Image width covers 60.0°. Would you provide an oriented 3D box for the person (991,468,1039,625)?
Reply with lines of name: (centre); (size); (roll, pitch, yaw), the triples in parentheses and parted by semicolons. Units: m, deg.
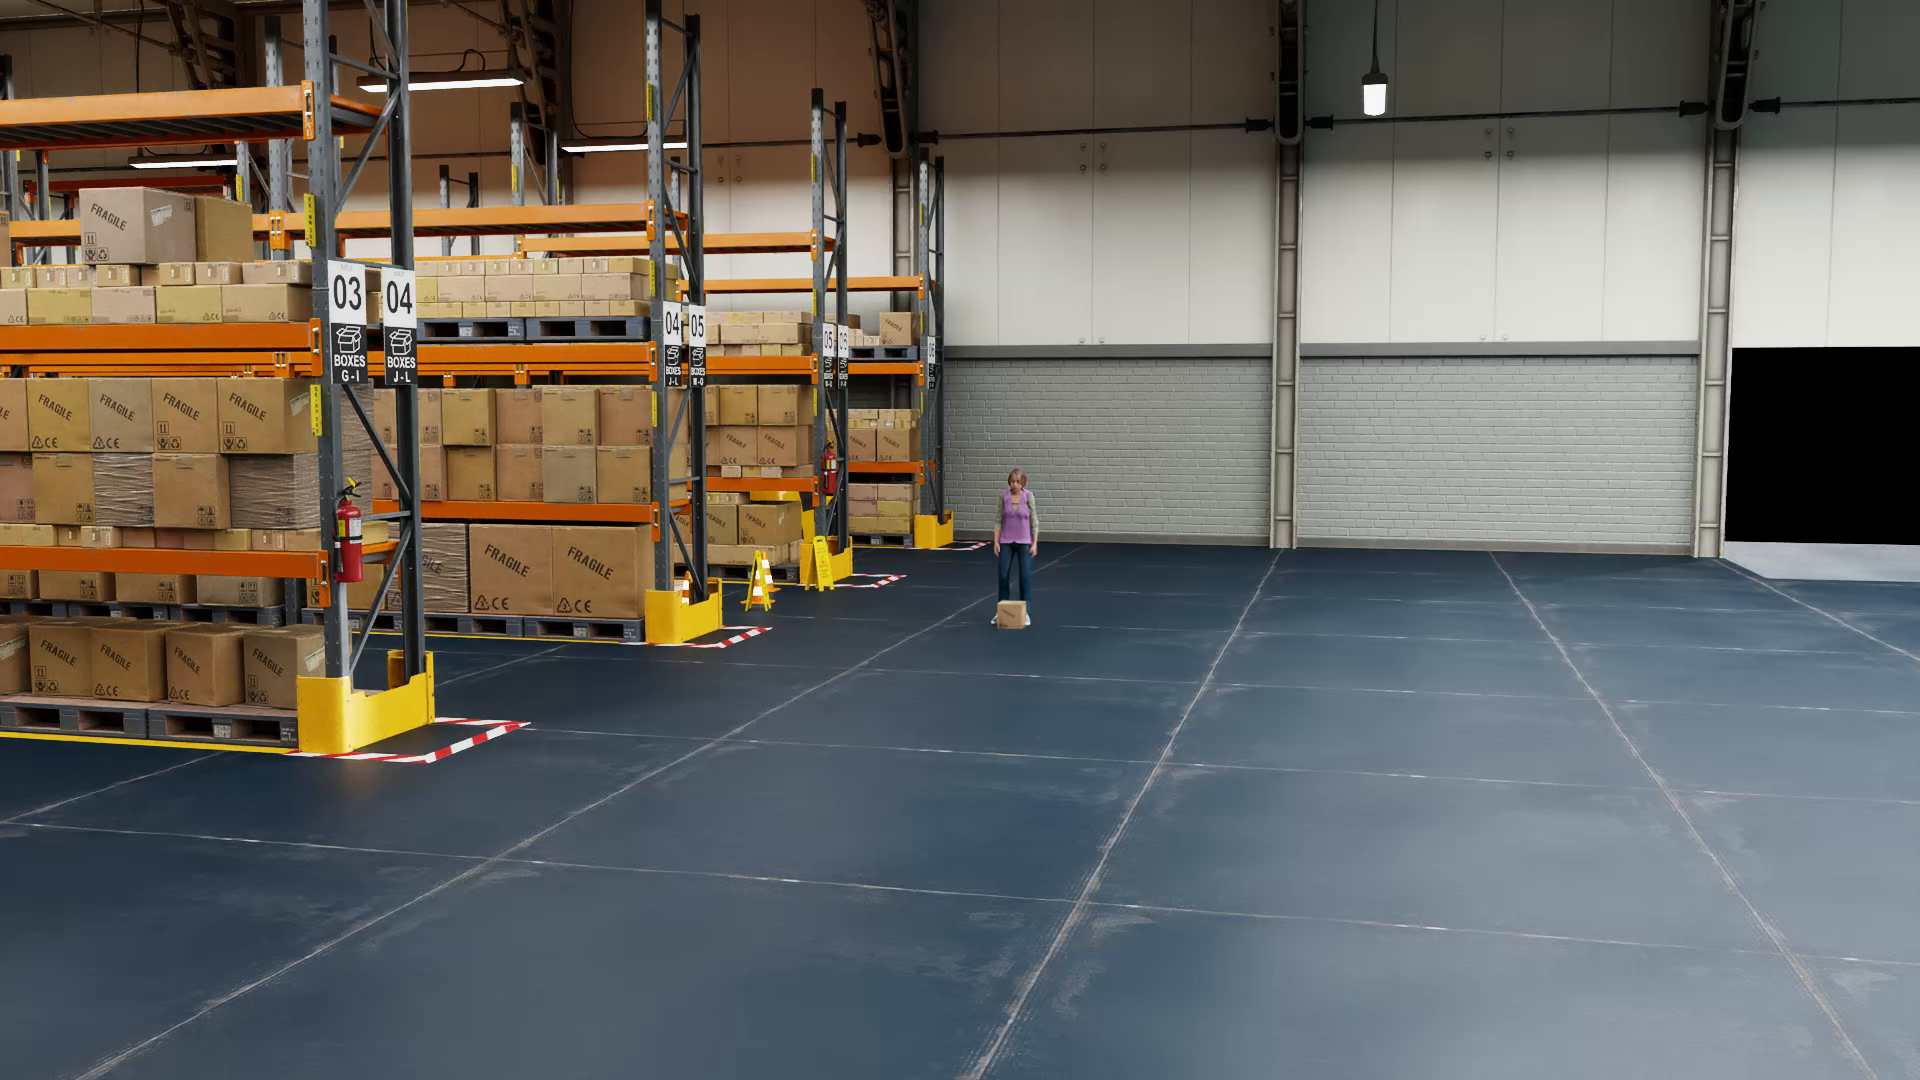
person: (0.567, 0.063, 16.915); (0.466, 1.592, 0.345); (1, 5, 11)
